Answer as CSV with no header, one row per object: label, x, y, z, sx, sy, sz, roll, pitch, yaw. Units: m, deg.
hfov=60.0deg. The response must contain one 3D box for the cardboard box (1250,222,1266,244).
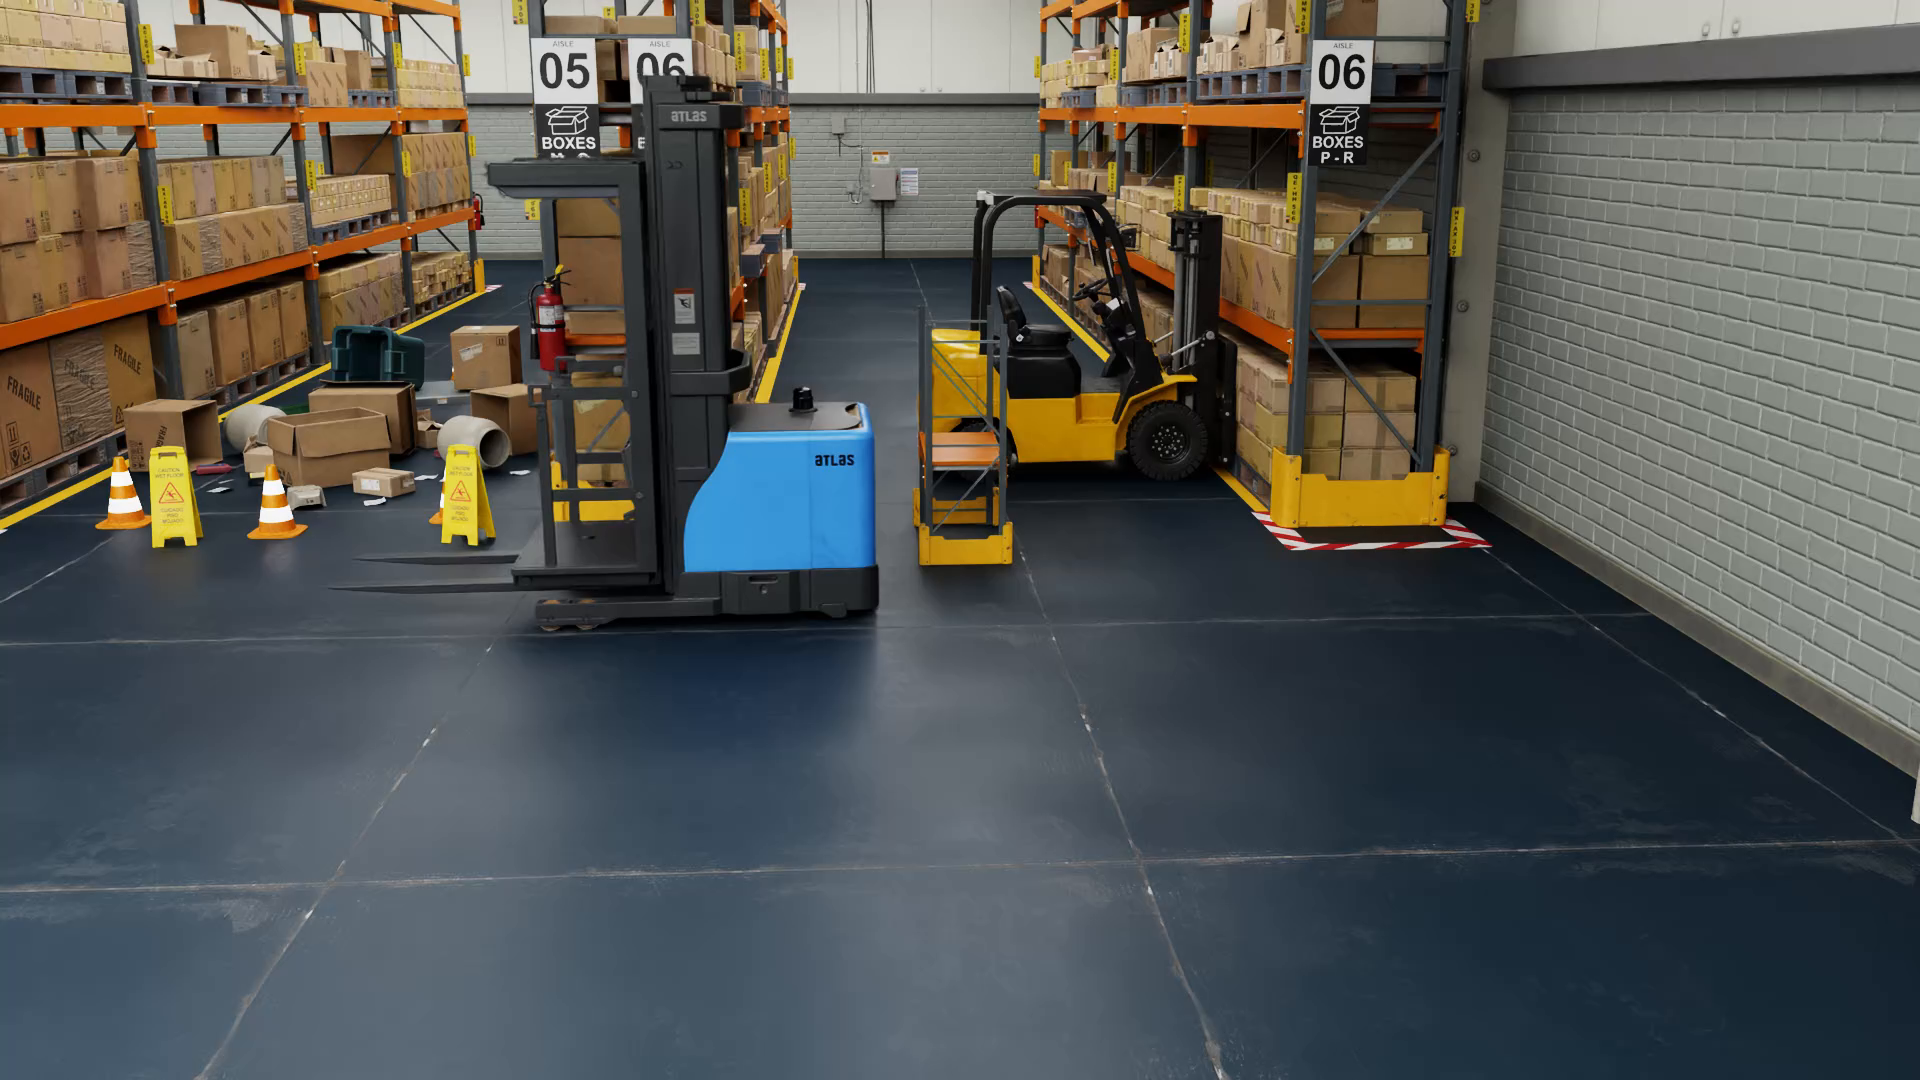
cardboard box,2.387,-2.294,12.419,0.380,0.149,0.250,-1,14,-5

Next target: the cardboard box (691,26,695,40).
cardboard box,-2.002,-3.450,11.300,0.380,0.149,0.250,-1,14,-3

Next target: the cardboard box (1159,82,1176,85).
cardboard box,2.476,-5.251,18.895,0.380,0.149,0.250,-1,14,-3

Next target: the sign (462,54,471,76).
sign,-7.568,-7.278,25.498,0.100,0.325,0.005,-1,14,-3

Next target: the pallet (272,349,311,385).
pallet,-7.654,-1.856,17.817,1.003,0.211,1.213,-1,14,-3

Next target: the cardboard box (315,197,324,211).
cardboard box,-7.476,-3.820,18.919,0.380,0.149,0.250,0,14,-1

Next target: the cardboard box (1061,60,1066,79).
cardboard box,1.701,-6.592,23.307,0.500,0.250,0.500,-1,14,-4

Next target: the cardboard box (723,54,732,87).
cardboard box,-2.117,-3.803,13.473,0.500,0.250,0.500,-1,14,-4

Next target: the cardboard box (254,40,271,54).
cardboard box,-7.959,-5.500,18.624,0.396,0.266,0.258,-1,14,-3

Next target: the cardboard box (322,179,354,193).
cardboard box,-7.558,-4.280,20.111,0.380,0.149,0.250,-1,14,-4

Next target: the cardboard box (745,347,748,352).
cardboard box,-2.481,-1.572,15.546,0.950,0.372,0.625,-1,14,-3

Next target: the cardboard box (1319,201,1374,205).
cardboard box,2.894,-2.445,12.409,0.380,0.149,0.250,0,14,-2

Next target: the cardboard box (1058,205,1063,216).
cardboard box,1.630,-4.789,24.123,0.380,0.149,0.250,-1,14,-4

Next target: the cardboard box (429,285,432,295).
cardboard box,-7.778,-3.573,23.771,0.380,0.149,0.250,-2,15,-6

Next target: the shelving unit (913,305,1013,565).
shelving unit,0.005,-0.707,10.766,0.587,1.500,1.083,-1,14,-3

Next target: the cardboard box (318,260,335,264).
cardboard box,-8.031,-3.307,20.530,0.500,0.250,0.500,0,14,-1

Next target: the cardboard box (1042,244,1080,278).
cardboard box,1.708,-4.413,26.326,0.797,0.503,0.637,-1,15,-6

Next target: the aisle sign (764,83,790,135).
aisle sign,-2.884,-6.777,26.127,0.394,0.787,0.004,-1,14,-3

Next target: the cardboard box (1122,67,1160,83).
cardboard box,1.979,-5.083,18.167,0.380,0.166,0.250,-1,14,-4

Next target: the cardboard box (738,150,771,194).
cardboard box,-2.537,-4.417,19.965,0.500,0.500,0.500,0,14,-2

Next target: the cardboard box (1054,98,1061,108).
cardboard box,1.571,-6.376,24.272,0.380,0.149,0.250,-1,14,-2

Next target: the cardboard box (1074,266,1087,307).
cardboard box,1.818,-3.447,22.576,0.500,0.500,0.500,0,14,-1

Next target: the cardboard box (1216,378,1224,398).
cardboard box,2.313,-1.201,13.346,0.500,0.250,0.500,-1,14,-4

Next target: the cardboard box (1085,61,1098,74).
cardboard box,1.747,-5.841,20.554,0.380,0.149,0.250,-1,14,-3

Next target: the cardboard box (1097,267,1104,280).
cardboard box,1.923,-3.339,20.856,0.380,0.149,0.250,-2,15,-6

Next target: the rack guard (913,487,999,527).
rack guard,-0.026,-0.226,11.403,0.587,0.250,0.087,-1,14,-3

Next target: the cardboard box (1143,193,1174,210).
cardboard box,2.063,-3.414,16.774,0.380,0.149,0.250,-1,14,-5

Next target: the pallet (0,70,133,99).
pallet,-7.340,-3.615,13.215,1.003,0.211,1.213,-1,14,-3

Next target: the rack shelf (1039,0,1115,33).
rack shelf,1.889,-7.630,24.074,1.077,0.370,4.000,-1,14,-3

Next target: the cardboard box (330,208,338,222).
cardboard box,-7.506,-3.801,19.440,0.380,0.149,0.250,0,14,-1

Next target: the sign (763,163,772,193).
sign,-2.152,-4.038,18.538,0.100,0.325,0.005,-1,14,-3

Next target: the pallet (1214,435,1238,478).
pallet,2.594,-0.735,13.460,1.003,0.211,1.213,-1,14,-3

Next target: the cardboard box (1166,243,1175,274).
cardboard box,2.216,-2.637,15.556,0.500,0.250,0.500,-1,14,-2

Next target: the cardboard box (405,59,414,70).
cardboard box,-7.678,-6.485,22.689,0.380,0.149,0.250,-1,14,-5

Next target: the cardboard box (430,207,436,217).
cardboard box,-7.697,-4.679,23.697,0.380,0.149,0.250,0,14,-1

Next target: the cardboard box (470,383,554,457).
cardboard box,-3.737,-1.014,13.958,0.500,0.500,0.500,10,18,35

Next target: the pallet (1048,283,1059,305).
pallet,1.892,-3.702,24.992,1.003,0.211,1.213,-1,14,-3

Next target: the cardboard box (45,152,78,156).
cardboard box,-12.666,-5.157,23.248,0.500,0.500,0.500,-1,14,-5

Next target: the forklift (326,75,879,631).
forklift,-2.004,-1.060,9.264,3.031,2.935,1.130,-1,14,-5

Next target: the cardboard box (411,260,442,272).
cardboard box,-7.761,-3.987,24.188,0.380,0.149,0.250,-1,14,-3

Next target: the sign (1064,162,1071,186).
sign,1.471,-4.987,22.650,0.100,0.325,0.005,-1,14,-3

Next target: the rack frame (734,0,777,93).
rack frame,-2.941,-7.406,21.749,1.000,3.000,0.127,-1,14,-3

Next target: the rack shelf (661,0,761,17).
rack shelf,-2.570,-5.371,16.089,1.077,0.370,4.000,-1,14,-3

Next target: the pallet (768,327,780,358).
pallet,-2.667,-2.352,19.745,1.003,0.211,1.213,-1,14,-3

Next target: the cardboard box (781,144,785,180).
cardboard box,-2.775,-5.408,23.819,0.500,0.500,0.500,-1,14,-2

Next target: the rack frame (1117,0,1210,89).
rack frame,2.260,-6.488,18.184,1.000,3.000,0.127,-1,14,-3

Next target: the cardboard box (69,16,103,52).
cardboard box,-7.062,-3.941,12.963,0.500,0.250,0.500,-1,14,-4

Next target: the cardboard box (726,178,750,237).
cardboard box,-2.189,-3.027,15.133,0.500,0.500,0.500,-1,14,-2

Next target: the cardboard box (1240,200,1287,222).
cardboard box,2.344,-2.502,12.630,0.380,0.149,0.250,-1,14,-2

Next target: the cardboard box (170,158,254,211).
cardboard box,-7.543,-3.571,16.680,0.700,0.500,0.500,-1,14,-4

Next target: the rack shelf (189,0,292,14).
rack shelf,-7.504,-5.270,15.695,1.077,0.370,4.000,-1,14,-3

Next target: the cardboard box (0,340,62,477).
cardboard box,-7.297,-0.975,12.217,0.875,0.875,0.875,-1,14,-4

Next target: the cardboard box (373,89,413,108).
cardboard box,-7.641,-5.898,22.210,0.500,0.250,0.500,0,14,-1
